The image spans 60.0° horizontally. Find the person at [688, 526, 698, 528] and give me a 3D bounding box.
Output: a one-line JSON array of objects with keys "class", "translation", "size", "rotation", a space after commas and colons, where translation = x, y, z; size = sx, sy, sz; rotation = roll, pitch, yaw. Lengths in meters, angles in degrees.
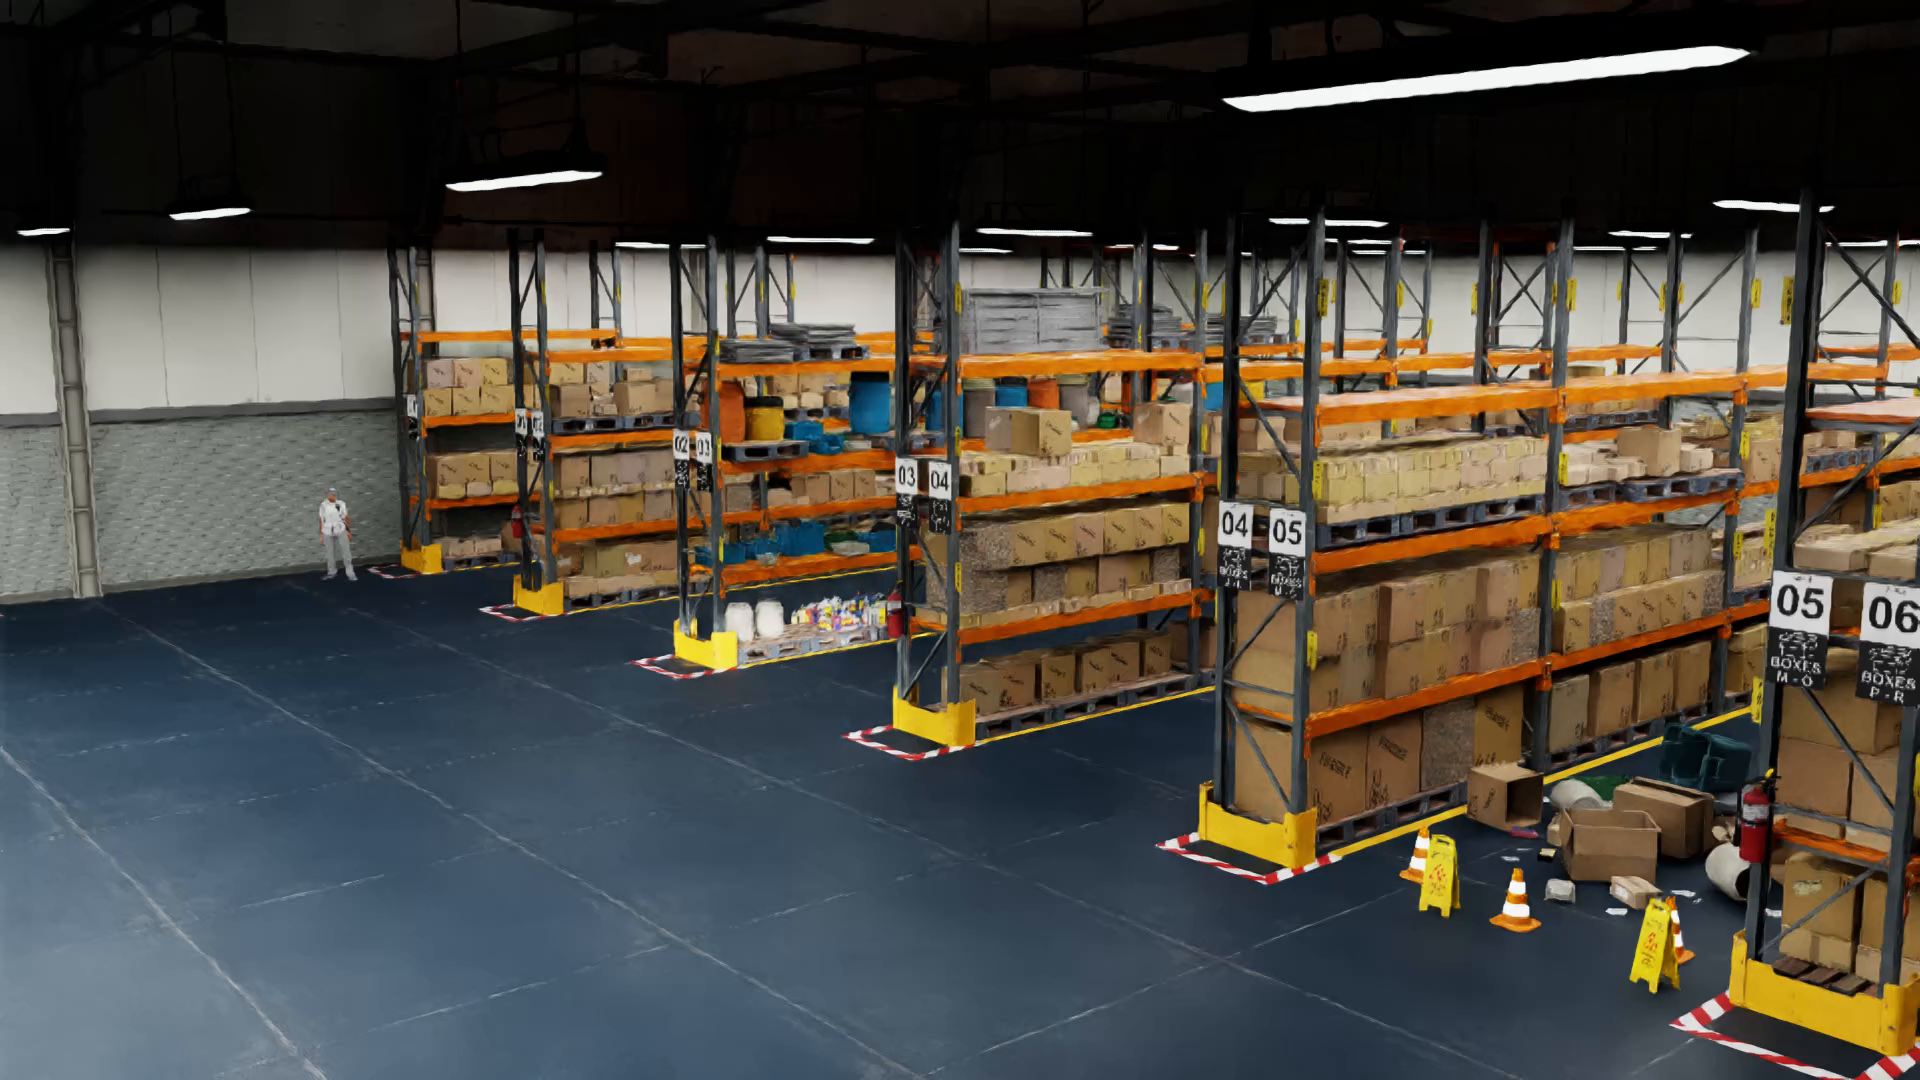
[{"class": "person", "translation": [-5.033, -0.469, 31.646], "size": [0.605, 1.587, 0.662], "rotation": [8, 12, 41]}]

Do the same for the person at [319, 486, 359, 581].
[{"class": "person", "translation": [-10.890, -0.123, 29.088], "size": [0.717, 1.655, 0.526], "rotation": [-1, 9, -8]}]

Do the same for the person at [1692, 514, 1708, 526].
[{"class": "person", "translation": [11.270, 0.432, 25.369], "size": [1.121, 1.691, 0.577], "rotation": [-7, 11, -37]}]
